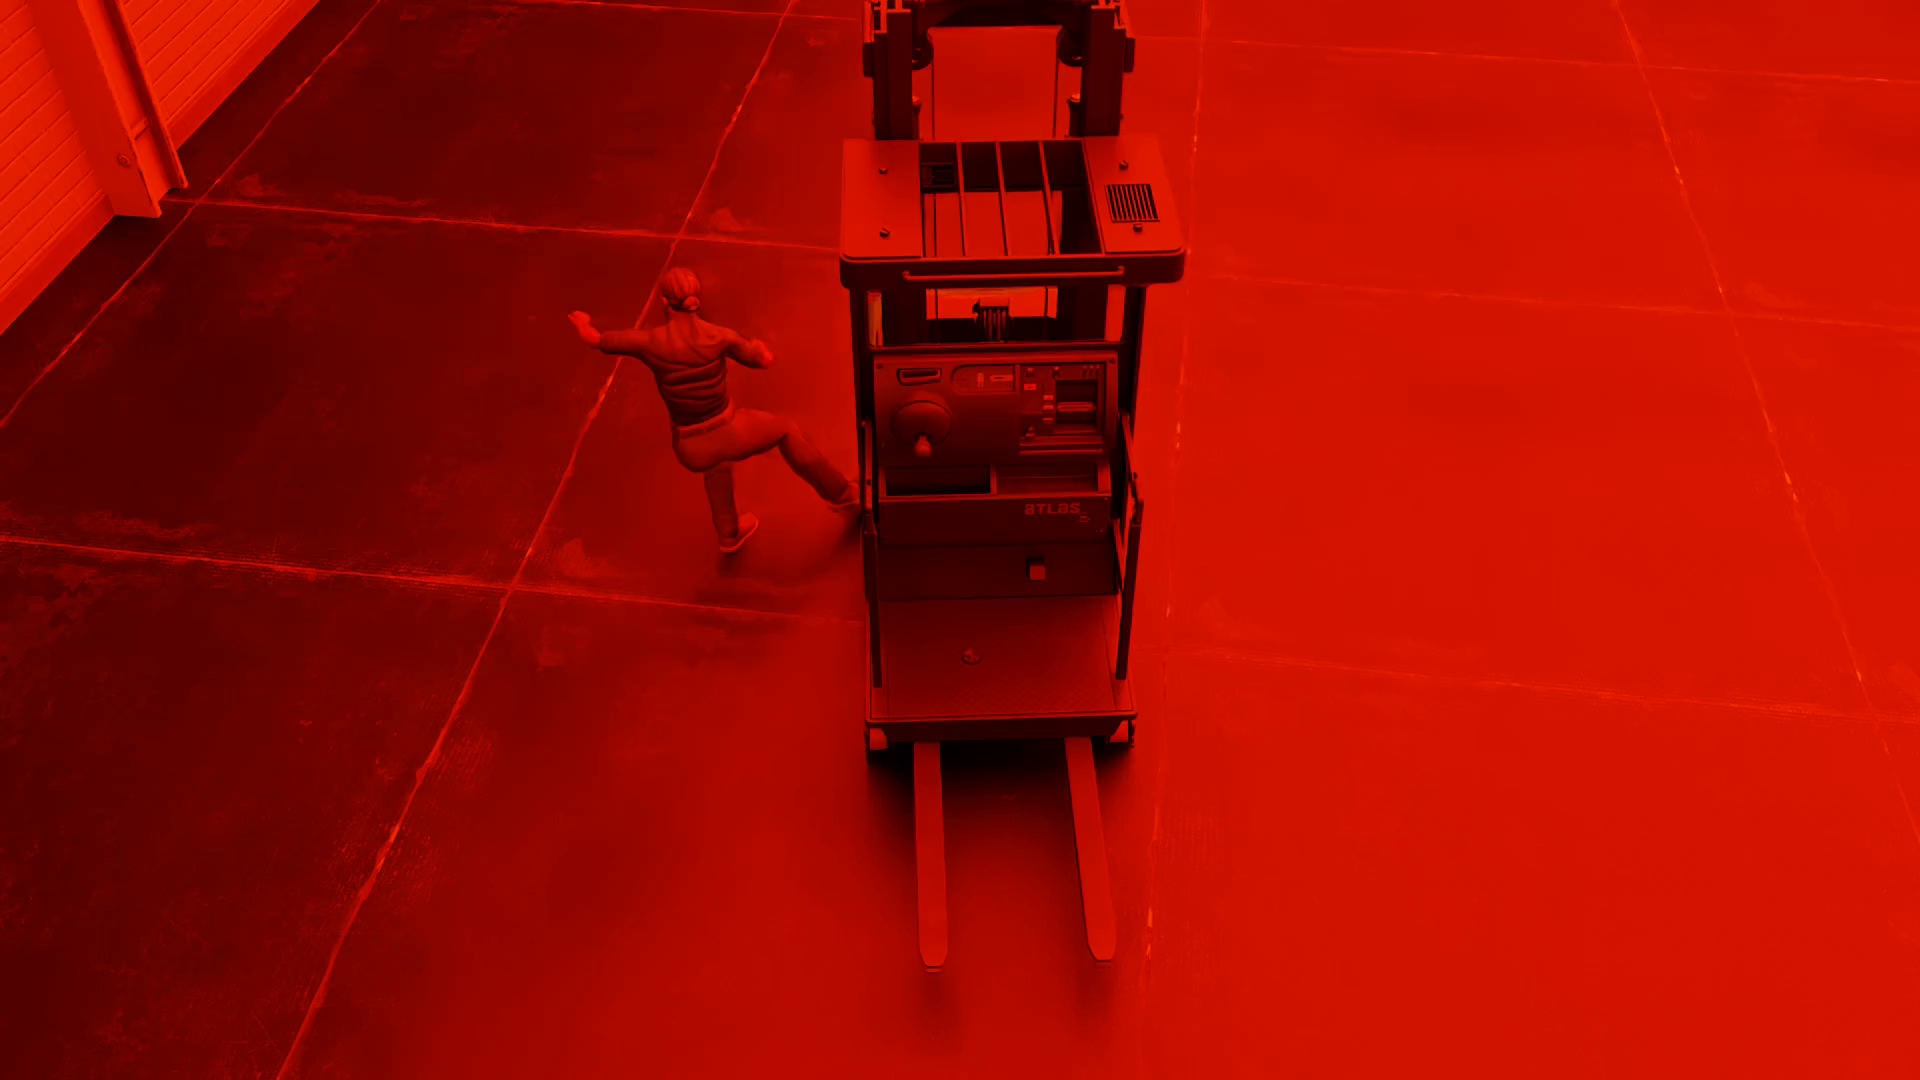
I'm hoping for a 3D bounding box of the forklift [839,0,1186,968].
[{"bbox_3d":[0.149,-0.431,6.193,1.130,2.935,3.031,-2,43,-2],"label":"forklift"}]

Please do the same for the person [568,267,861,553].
[{"bbox_3d":[-1.059,-0.652,7.588,1.342,1.414,0.797,-7,43,-8],"label":"person"}]
